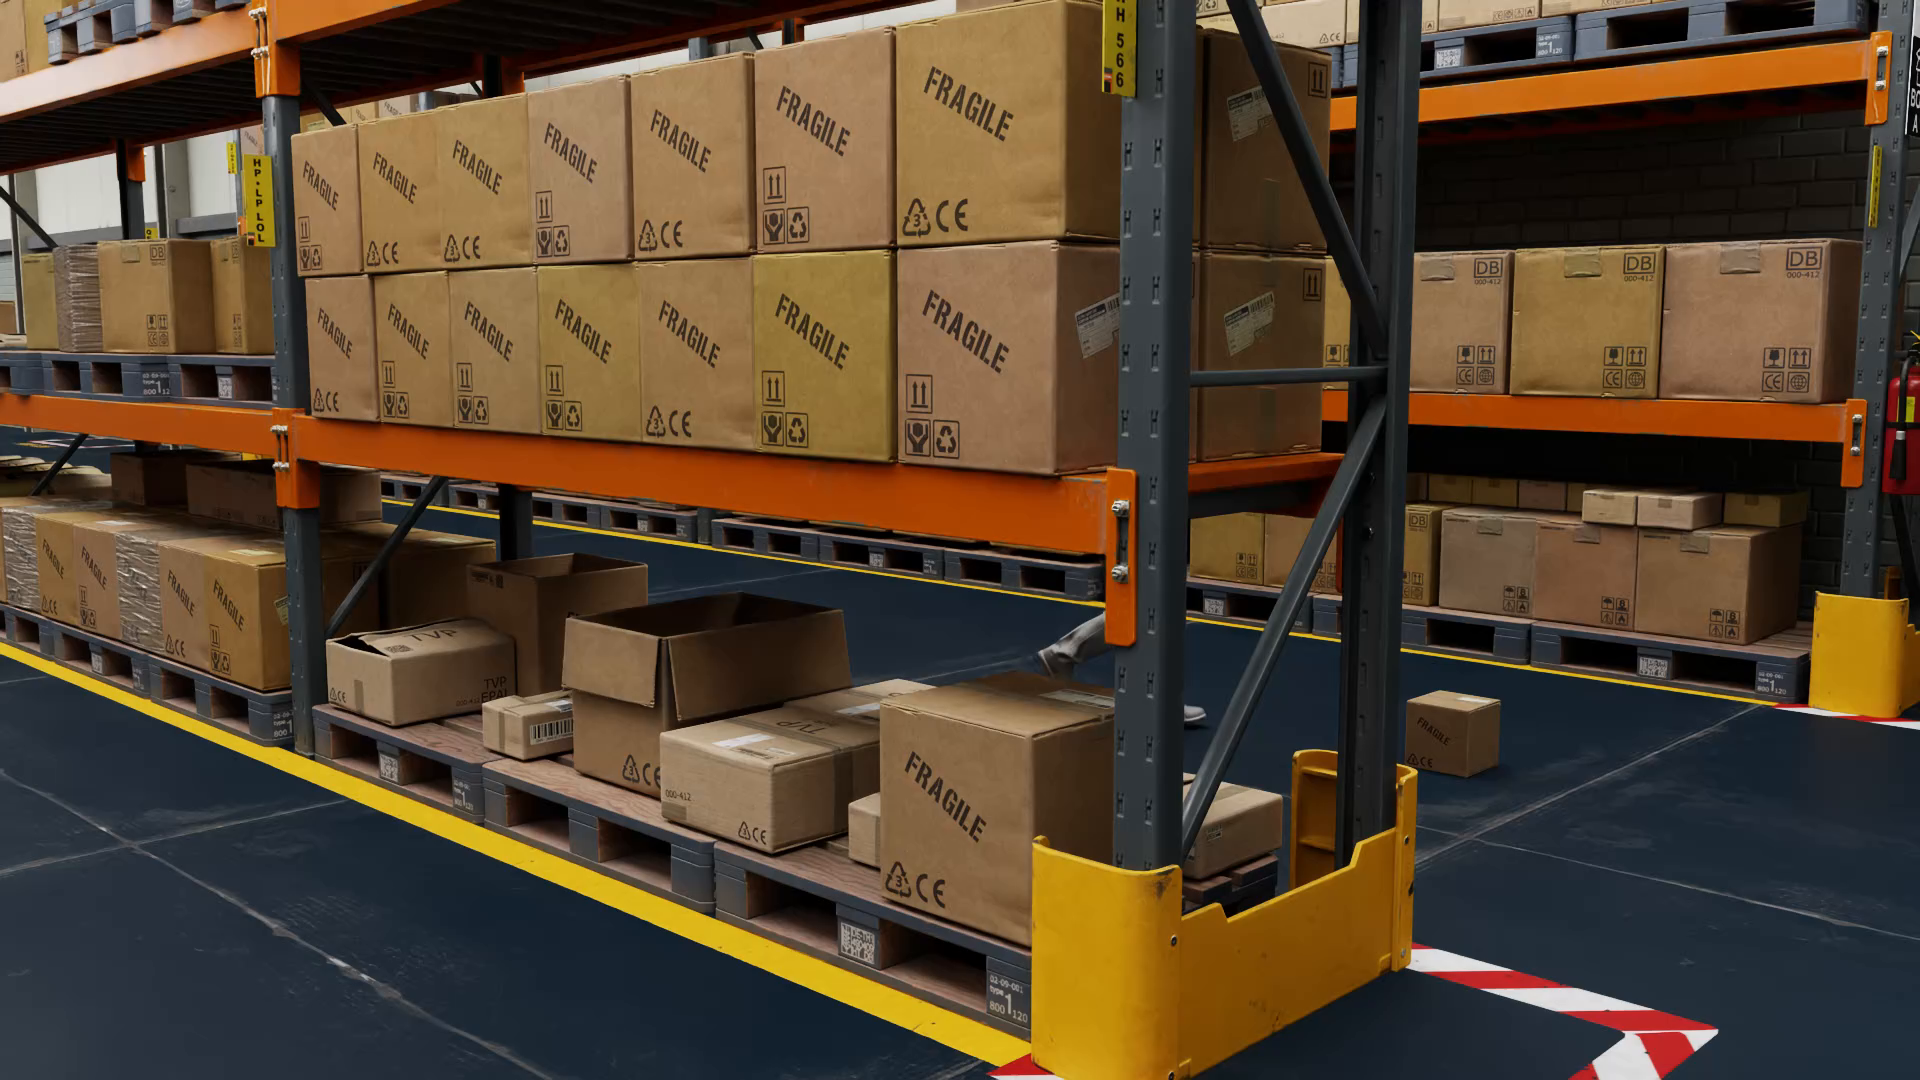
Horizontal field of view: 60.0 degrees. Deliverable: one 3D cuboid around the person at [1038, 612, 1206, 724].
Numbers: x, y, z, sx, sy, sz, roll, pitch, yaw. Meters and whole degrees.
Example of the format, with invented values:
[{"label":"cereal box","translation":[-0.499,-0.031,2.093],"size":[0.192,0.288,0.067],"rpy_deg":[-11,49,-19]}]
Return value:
[{"label":"person","translation":[0.666,-0.086,6.721],"size":[0.680,1.670,0.493],"rpy_deg":[1,7,8]}]
